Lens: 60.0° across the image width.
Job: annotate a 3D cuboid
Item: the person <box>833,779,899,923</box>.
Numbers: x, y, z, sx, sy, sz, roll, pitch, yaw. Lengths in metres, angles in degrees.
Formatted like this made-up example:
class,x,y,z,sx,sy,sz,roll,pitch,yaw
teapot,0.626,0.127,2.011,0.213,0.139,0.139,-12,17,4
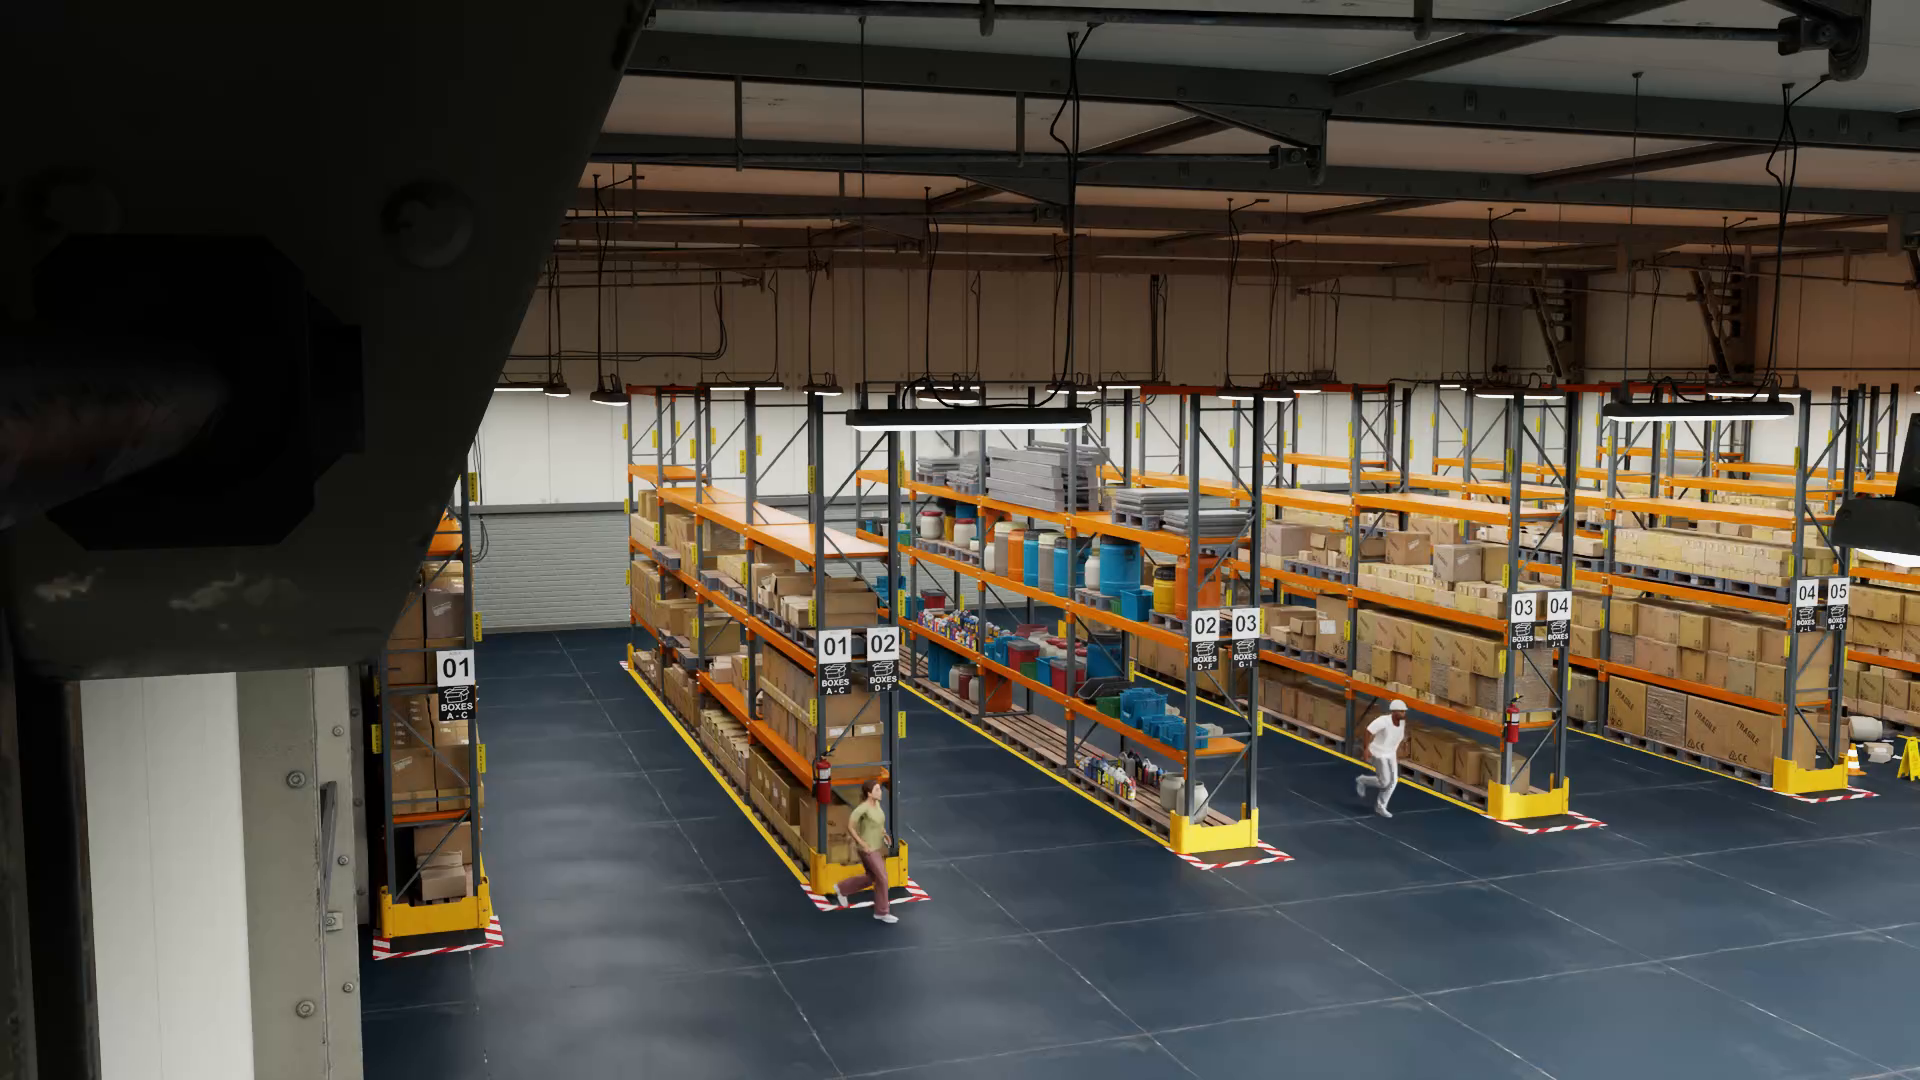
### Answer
class,x,y,z,sx,sy,sz,roll,pitch,yaw
person,-1.104,3.551,19.115,0.836,1.655,0.567,2,6,19

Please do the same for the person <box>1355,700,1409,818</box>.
class,x,y,z,sx,sy,sz,roll,pitch,yaw
person,6.013,3.072,23.656,0.696,1.692,0.831,-5,8,-41

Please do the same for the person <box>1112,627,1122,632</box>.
class,x,y,z,sx,sy,sz,roll,pitch,yaw
person,2.793,2.383,30.461,0.628,1.685,0.936,-4,7,-33
